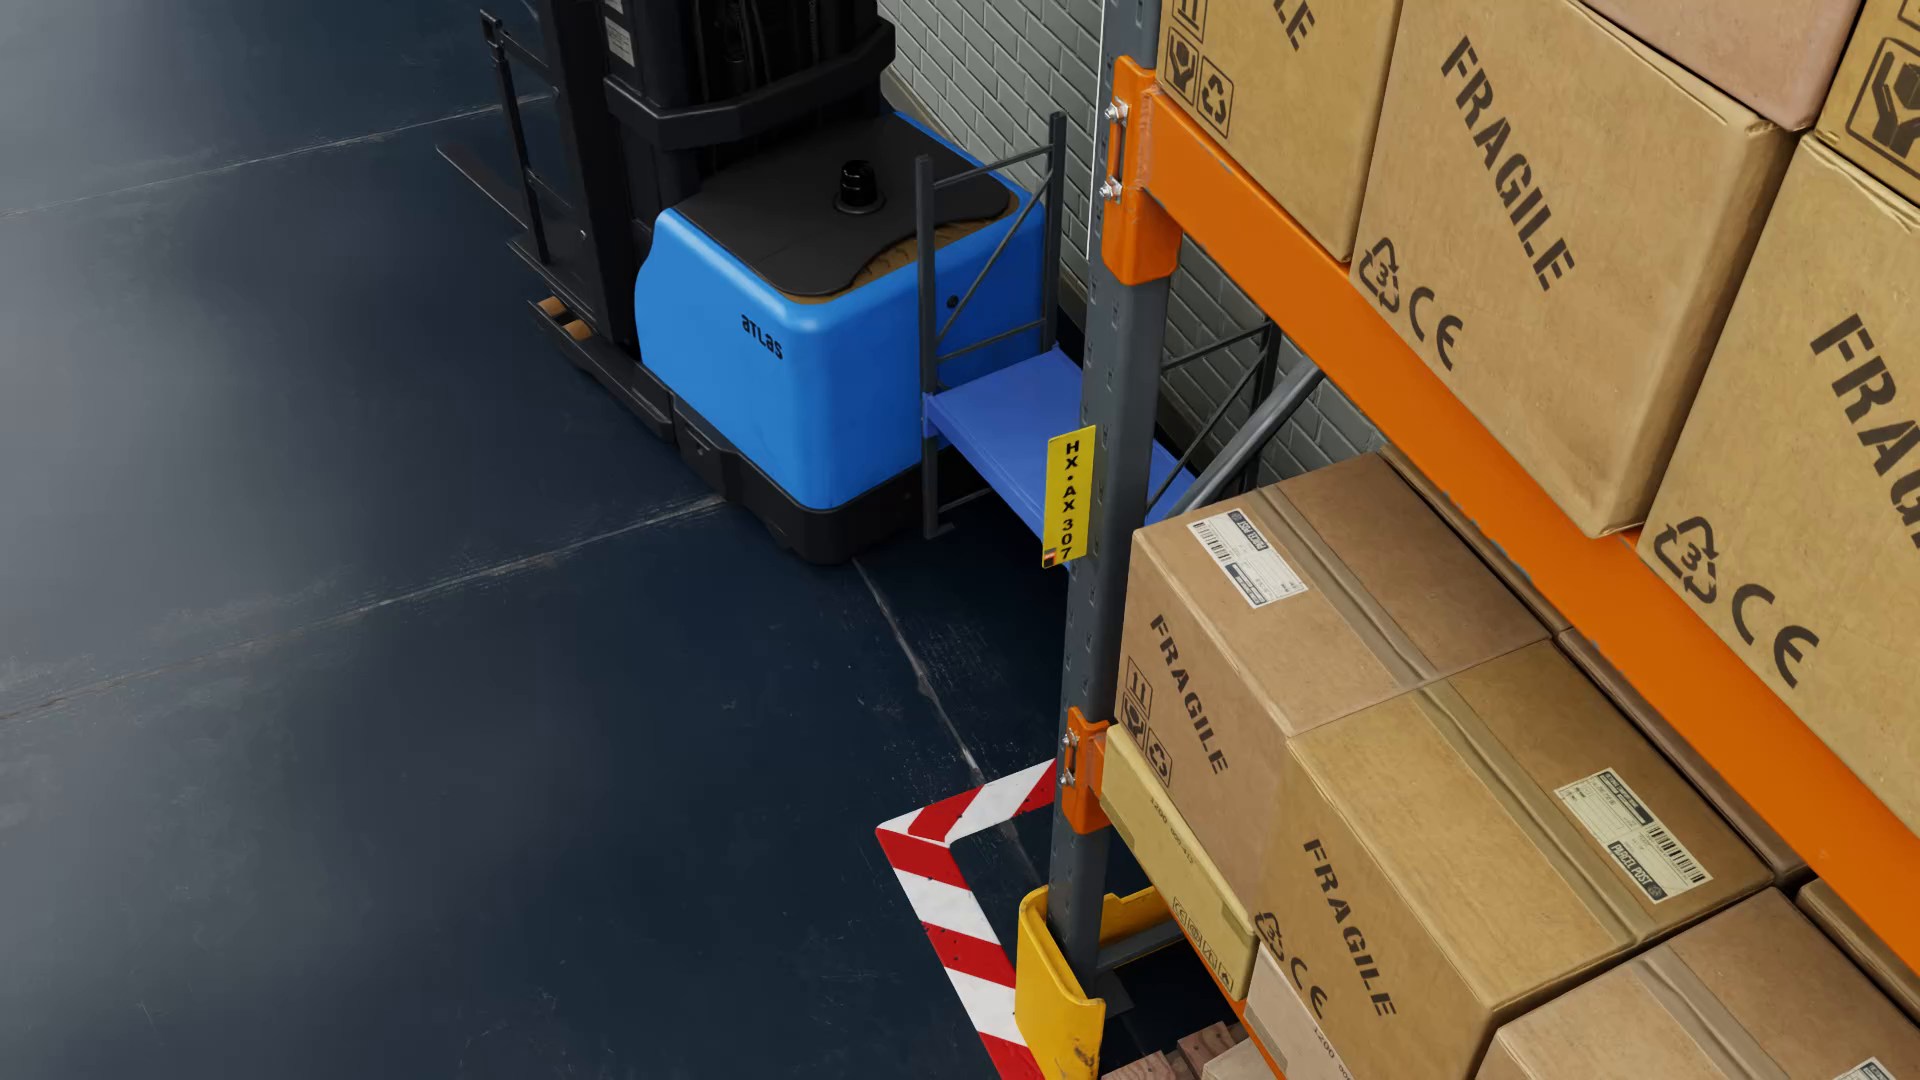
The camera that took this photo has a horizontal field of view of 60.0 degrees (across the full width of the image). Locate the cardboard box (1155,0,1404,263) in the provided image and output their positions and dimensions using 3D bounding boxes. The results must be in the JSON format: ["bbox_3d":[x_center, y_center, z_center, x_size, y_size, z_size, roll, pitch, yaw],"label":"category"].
[{"bbox_3d":[0.609,-0.752,2.155,0.500,0.500,0.500,-17,47,-16],"label":"cardboard box"}]

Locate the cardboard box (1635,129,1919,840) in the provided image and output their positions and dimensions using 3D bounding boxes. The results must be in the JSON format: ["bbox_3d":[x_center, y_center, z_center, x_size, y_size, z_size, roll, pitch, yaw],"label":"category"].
[{"bbox_3d":[1.024,-0.070,1.464,0.500,0.500,0.500,-16,47,-16],"label":"cardboard box"}]

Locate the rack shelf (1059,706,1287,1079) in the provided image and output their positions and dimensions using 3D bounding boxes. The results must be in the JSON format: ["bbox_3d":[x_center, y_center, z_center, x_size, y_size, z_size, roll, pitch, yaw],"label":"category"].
[{"bbox_3d":[1.536,1.602,2.503,1.077,0.370,4.000,-18,47,-17],"label":"rack shelf"}]

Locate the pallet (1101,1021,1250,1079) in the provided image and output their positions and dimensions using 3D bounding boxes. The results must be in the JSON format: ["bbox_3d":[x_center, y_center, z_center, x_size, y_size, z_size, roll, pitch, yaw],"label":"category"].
[{"bbox_3d":[1.037,1.641,3.937,1.003,0.211,1.213,-18,47,-17],"label":"pallet"}]

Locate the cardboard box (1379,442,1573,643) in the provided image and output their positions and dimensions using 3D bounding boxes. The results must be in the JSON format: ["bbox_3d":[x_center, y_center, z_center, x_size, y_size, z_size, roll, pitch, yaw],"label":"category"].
[{"bbox_3d":[1.086,0.088,3.083,0.500,0.500,0.500,-19,48,-18],"label":"cardboard box"}]

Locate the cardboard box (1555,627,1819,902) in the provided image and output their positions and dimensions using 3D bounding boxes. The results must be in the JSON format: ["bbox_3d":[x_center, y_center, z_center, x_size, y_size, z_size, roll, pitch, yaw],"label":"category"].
[{"bbox_3d":[1.289,0.412,2.755,0.500,0.500,0.500,-17,47,-17],"label":"cardboard box"}]

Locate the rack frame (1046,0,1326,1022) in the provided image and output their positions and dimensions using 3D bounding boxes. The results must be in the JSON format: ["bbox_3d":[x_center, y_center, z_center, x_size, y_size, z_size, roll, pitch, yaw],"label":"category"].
[{"bbox_3d":[0.695,0.072,3.542,1.000,3.000,0.127,-18,47,-17],"label":"rack frame"}]

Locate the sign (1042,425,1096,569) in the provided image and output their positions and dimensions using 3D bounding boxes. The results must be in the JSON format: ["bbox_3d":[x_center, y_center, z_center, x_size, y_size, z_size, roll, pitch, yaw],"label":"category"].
[{"bbox_3d":[0.203,-0.076,3.075,0.100,0.325,0.005,-18,47,-17],"label":"sign"}]

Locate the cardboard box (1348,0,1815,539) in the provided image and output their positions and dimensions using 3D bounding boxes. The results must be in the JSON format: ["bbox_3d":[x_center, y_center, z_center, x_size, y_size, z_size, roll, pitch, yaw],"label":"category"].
[{"bbox_3d":[0.803,-0.399,1.798,0.500,0.500,0.500,-15,47,-15],"label":"cardboard box"}]

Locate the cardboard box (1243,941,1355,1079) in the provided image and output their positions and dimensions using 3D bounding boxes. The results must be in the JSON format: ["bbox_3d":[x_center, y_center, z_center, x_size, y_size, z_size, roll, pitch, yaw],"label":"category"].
[{"bbox_3d":[0.844,0.849,2.846,0.500,0.250,0.500,-19,48,-19],"label":"cardboard box"}]

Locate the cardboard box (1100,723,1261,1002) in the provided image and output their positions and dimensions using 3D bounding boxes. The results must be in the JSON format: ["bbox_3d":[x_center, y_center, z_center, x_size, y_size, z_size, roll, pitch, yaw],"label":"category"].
[{"bbox_3d":[0.612,0.523,3.177,0.500,0.250,0.500,-19,48,-19],"label":"cardboard box"}]

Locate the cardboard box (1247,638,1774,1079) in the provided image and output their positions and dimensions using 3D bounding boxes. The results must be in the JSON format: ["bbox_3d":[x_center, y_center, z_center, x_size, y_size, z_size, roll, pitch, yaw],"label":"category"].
[{"bbox_3d":[0.822,0.562,2.604,0.500,0.500,0.500,-18,47,-17],"label":"cardboard box"}]

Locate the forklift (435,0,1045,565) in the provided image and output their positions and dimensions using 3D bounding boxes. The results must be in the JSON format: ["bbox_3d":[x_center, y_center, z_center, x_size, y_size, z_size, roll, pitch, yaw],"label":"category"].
[{"bbox_3d":[-1.035,-1.930,5.619,1.130,2.935,3.031,-30,52,-27],"label":"forklift"}]

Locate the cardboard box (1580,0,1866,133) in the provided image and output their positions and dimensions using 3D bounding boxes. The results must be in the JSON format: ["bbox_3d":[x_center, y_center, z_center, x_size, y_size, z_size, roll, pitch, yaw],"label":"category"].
[{"bbox_3d":[0.802,-0.743,1.434,0.500,0.500,0.500,-19,48,-18],"label":"cardboard box"}]

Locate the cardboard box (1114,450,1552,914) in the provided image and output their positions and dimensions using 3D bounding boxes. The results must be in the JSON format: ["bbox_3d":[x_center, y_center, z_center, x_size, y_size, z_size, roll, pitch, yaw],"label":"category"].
[{"bbox_3d":[0.623,0.244,2.926,0.500,0.500,0.500,-18,47,-17],"label":"cardboard box"}]

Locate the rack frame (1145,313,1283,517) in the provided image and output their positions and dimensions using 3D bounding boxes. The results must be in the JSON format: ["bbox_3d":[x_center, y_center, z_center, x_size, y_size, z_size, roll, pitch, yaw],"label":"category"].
[{"bbox_3d":[0.624,-0.023,4.705,0.500,1.500,0.032,-23,49,-22],"label":"rack frame"}]

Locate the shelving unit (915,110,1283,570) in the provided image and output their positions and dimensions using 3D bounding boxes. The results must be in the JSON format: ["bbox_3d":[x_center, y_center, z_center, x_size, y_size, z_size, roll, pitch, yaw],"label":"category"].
[{"bbox_3d":[0.359,-0.328,5.014,0.538,1.500,1.048,-23,49,-22],"label":"shelving unit"}]

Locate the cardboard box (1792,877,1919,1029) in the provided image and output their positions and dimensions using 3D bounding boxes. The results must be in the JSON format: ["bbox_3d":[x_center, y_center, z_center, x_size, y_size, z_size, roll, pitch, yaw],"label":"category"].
[{"bbox_3d":[1.510,0.740,2.423,0.500,0.500,0.500,-19,48,-18],"label":"cardboard box"}]

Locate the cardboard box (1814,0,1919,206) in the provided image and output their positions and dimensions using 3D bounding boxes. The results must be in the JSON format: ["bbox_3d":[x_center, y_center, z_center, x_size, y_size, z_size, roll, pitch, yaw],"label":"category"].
[{"bbox_3d":[1.028,-0.420,1.107,0.500,0.500,0.500,-17,47,-16],"label":"cardboard box"}]

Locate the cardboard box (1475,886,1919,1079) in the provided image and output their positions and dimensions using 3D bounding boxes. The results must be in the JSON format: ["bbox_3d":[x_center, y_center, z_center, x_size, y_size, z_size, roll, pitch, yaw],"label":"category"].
[{"bbox_3d":[1.034,0.893,2.268,0.500,0.500,0.500,-20,48,-19],"label":"cardboard box"}]

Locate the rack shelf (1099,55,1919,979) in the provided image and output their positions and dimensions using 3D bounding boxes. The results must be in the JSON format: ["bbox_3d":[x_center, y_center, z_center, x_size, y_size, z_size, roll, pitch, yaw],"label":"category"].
[{"bbox_3d":[1.536,0.534,1.449,1.077,0.370,4.000,-18,47,-17],"label":"rack shelf"}]

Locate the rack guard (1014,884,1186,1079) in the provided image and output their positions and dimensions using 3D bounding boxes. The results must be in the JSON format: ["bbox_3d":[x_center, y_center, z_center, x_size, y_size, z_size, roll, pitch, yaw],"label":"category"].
[{"bbox_3d":[0.727,1.010,4.371,1.175,0.500,0.348,-18,47,-17],"label":"rack guard"}]

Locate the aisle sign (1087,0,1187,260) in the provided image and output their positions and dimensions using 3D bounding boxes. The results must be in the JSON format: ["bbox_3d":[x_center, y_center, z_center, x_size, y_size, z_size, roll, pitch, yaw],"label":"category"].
[{"bbox_3d":[0.393,-0.811,2.585,0.394,0.787,0.004,-18,47,-17],"label":"aisle sign"}]

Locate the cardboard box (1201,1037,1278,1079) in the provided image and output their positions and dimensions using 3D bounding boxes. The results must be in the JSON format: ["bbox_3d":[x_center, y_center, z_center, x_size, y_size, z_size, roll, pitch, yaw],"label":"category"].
[{"bbox_3d":[0.905,1.339,3.858,0.500,0.311,0.500,-23,49,-22],"label":"cardboard box"}]

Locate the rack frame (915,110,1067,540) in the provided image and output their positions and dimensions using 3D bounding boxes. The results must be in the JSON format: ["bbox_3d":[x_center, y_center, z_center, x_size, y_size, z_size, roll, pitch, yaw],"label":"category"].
[{"bbox_3d":[0.094,-0.632,5.323,0.500,1.500,0.032,-23,49,-22],"label":"rack frame"}]

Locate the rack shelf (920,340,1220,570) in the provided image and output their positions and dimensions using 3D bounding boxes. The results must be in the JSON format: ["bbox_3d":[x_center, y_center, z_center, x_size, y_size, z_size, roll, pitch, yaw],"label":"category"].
[{"bbox_3d":[0.359,-0.200,5.140,0.538,0.185,1.000,-23,49,-22],"label":"rack shelf"}]
